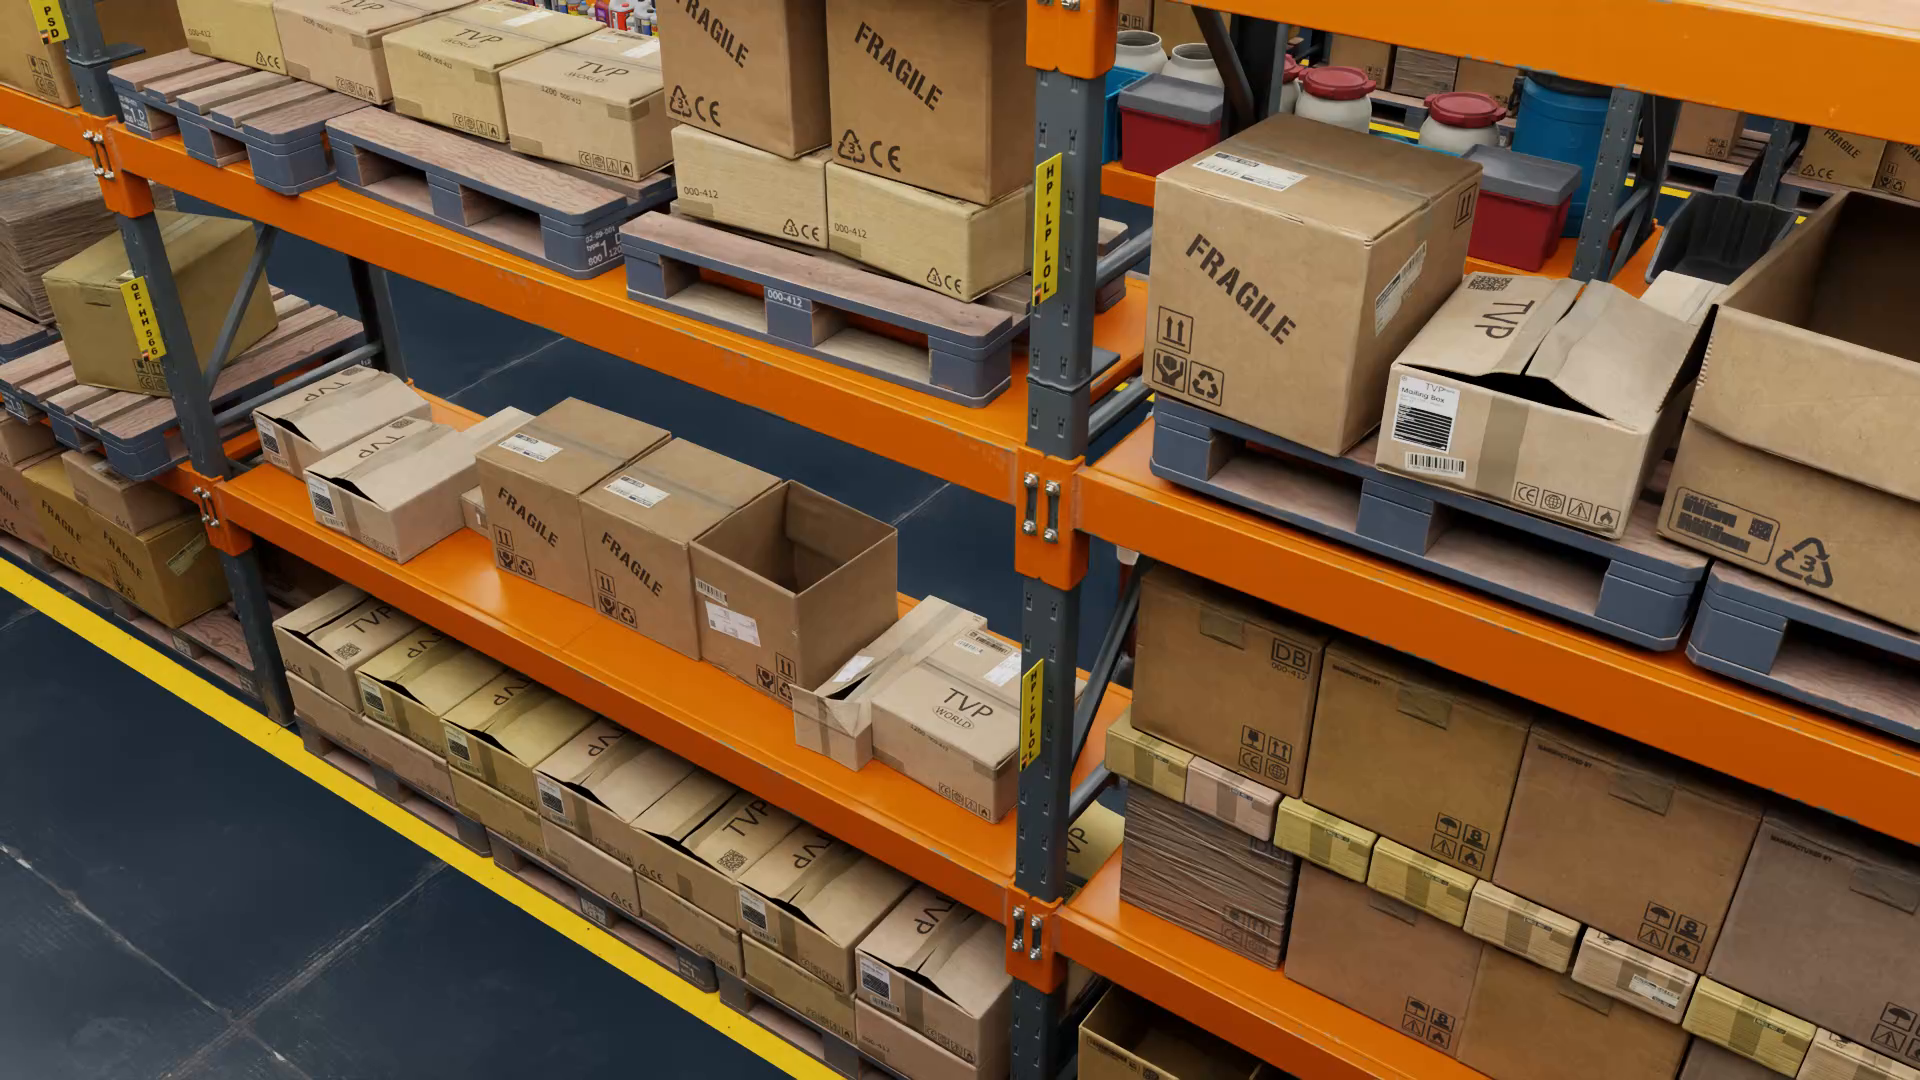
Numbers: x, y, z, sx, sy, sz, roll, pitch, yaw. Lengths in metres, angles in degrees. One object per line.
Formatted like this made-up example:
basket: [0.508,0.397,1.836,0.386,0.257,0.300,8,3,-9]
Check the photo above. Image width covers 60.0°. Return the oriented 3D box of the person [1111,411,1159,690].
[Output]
person: [0.895,0.250,6.756,0.753,1.764,0.571,19,39,26]
